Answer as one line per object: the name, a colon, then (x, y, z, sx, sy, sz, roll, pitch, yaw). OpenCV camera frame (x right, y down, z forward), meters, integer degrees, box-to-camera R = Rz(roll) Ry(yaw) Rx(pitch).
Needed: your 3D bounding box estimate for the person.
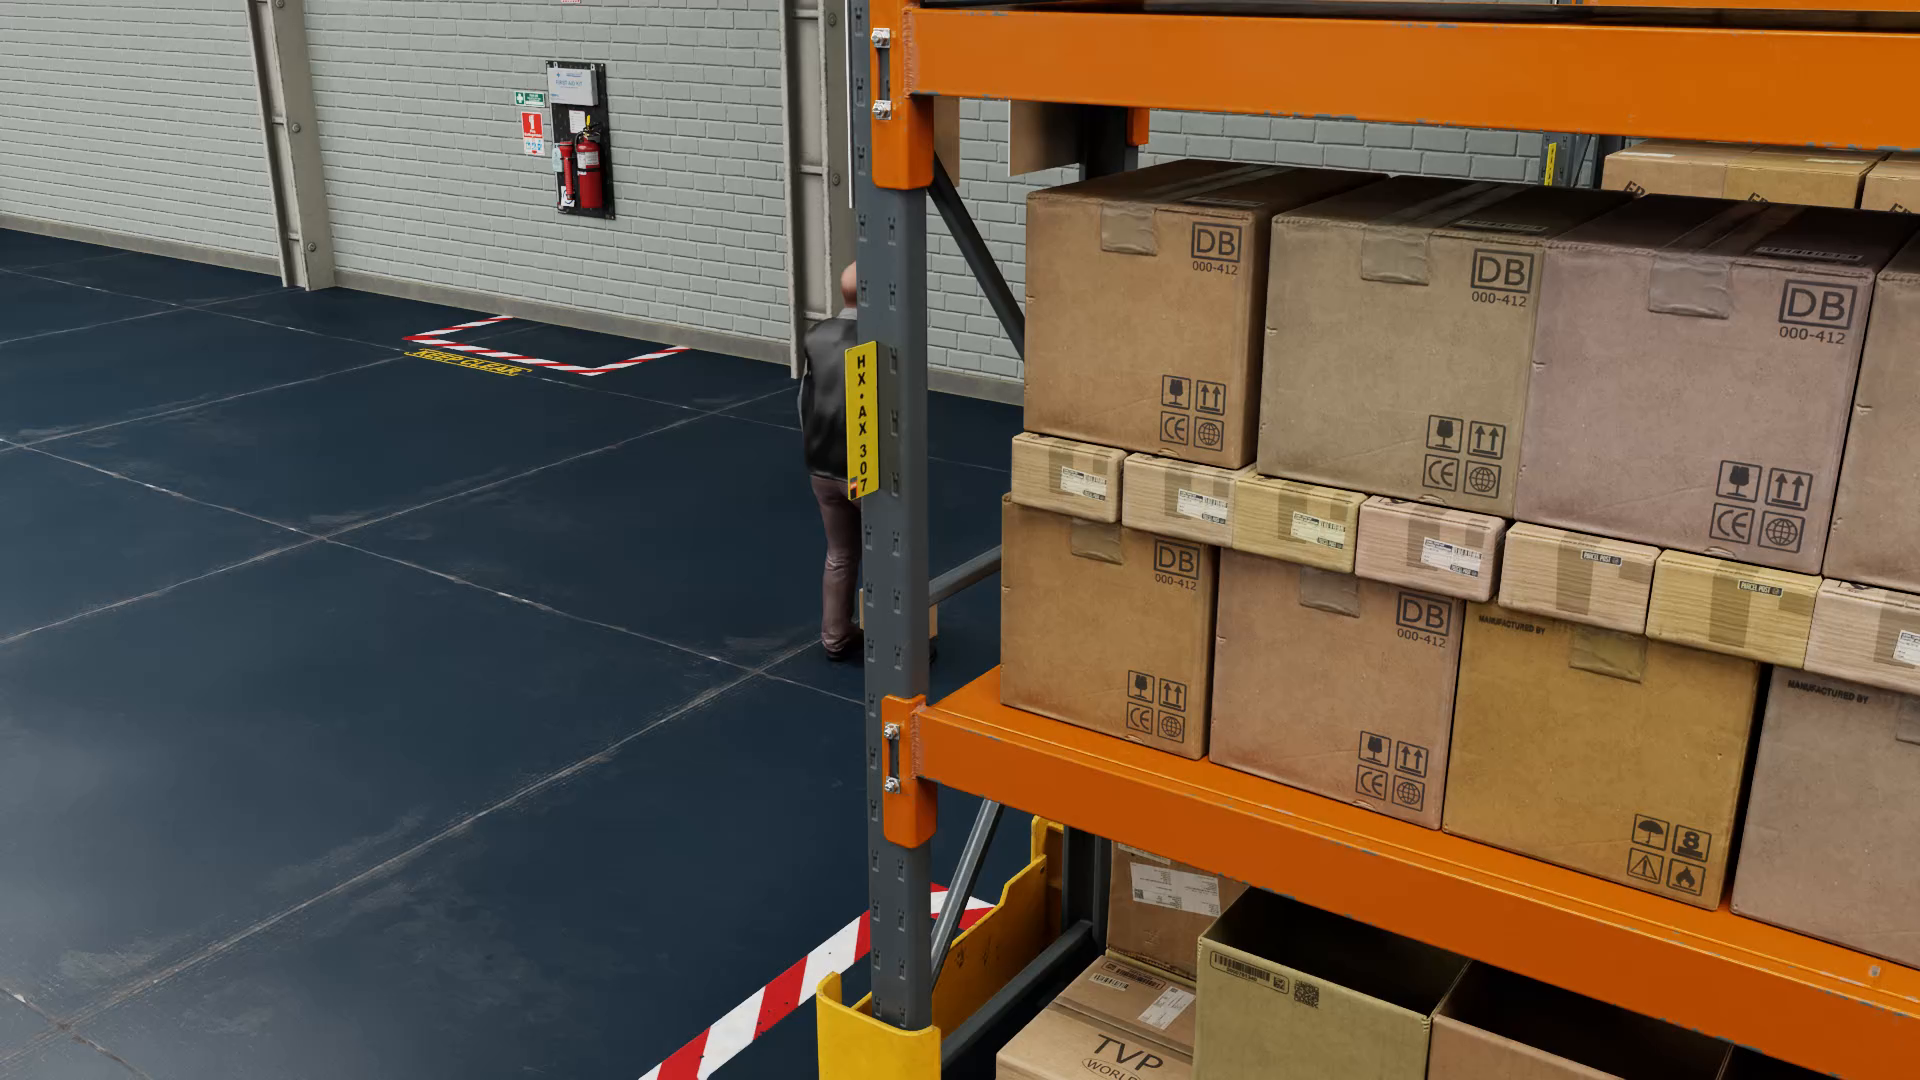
person: (-0.419, -0.243, 6.937, 0.580, 1.619, 0.415, 13, 23, 32)
